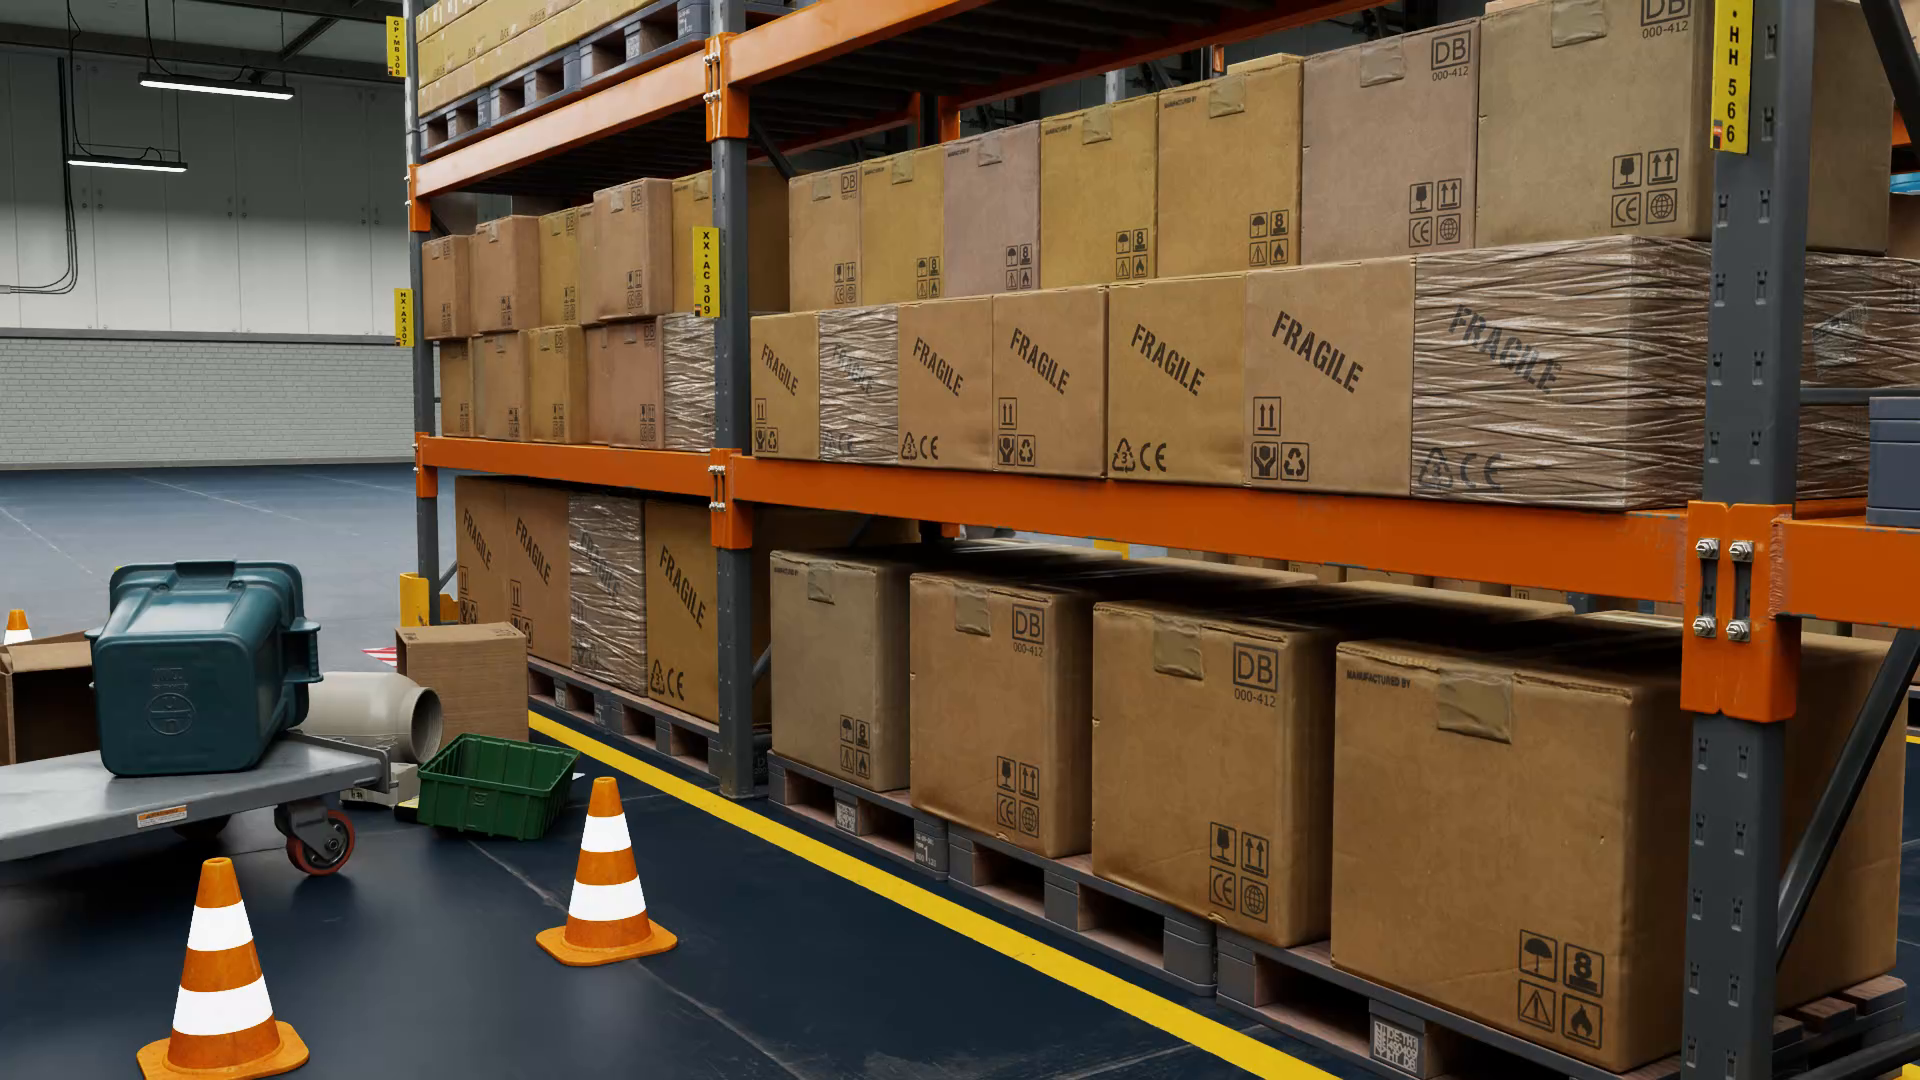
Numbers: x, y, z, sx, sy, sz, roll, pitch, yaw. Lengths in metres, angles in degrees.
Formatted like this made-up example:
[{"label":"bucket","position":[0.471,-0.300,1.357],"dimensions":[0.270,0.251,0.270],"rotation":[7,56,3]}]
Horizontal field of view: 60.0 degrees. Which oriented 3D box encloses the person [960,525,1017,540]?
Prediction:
[{"label":"person","position":[0.181,-0.146,10.071],"dimensions":[0.477,1.729,0.374],"rotation":[-3,6,-33]}]
